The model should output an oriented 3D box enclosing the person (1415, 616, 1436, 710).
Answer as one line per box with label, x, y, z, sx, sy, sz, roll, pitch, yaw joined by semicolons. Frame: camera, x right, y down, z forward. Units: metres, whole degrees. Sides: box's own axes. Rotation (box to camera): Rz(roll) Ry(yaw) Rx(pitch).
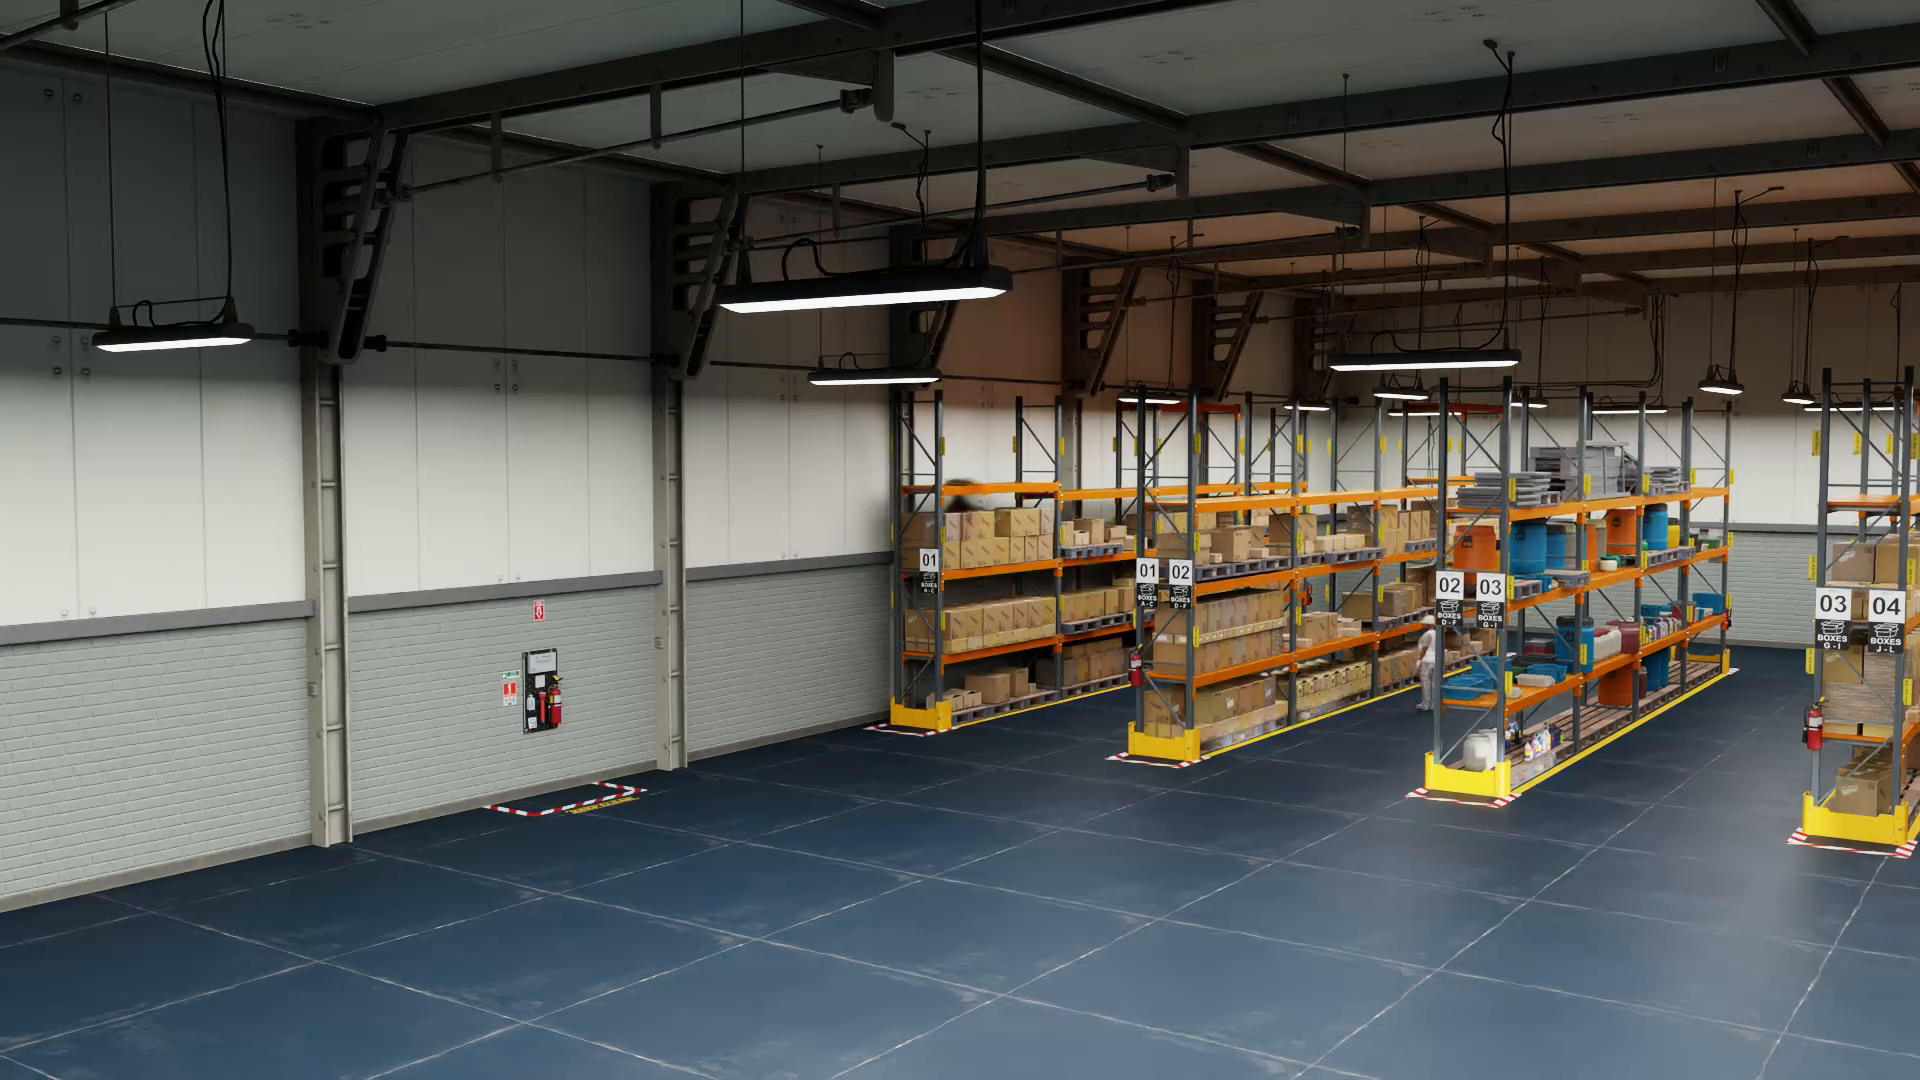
person;8.859;2.327;31.531;0.412;1.794;0.563;3;4;40
